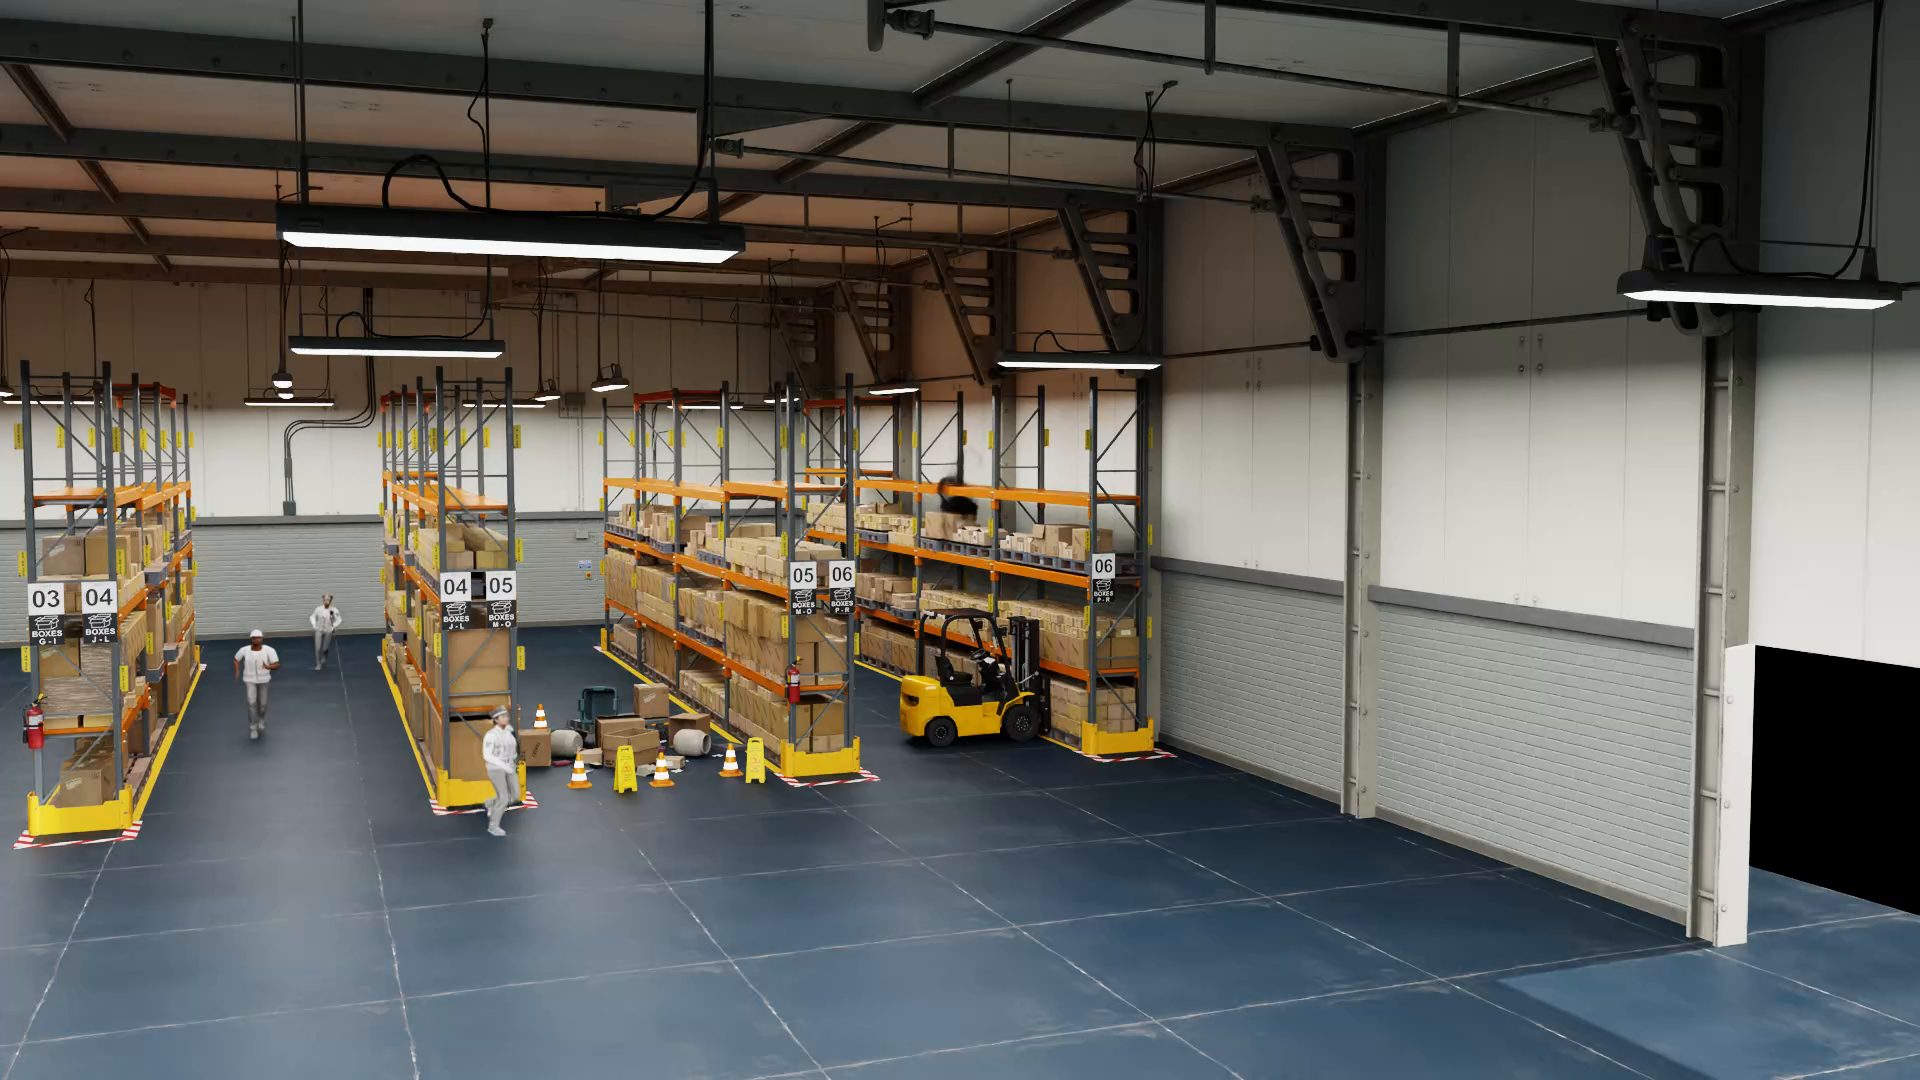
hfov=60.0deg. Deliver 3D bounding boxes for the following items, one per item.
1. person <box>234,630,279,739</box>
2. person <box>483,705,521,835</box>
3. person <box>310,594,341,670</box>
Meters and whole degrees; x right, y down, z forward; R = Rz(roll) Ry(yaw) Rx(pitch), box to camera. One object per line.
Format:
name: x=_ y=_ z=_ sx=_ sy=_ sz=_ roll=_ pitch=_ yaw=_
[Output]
person: x=-11.873 y=2.403 z=28.090 sx=0.692 sy=1.784 sz=0.918 roll=-2 pitch=4 yaw=-26
person: x=-5.827 y=2.915 z=21.146 sx=0.613 sy=1.665 sz=0.644 roll=2 pitch=4 yaw=28
person: x=-13.916 y=2.003 z=36.473 sx=0.647 sy=1.652 sz=0.583 roll=-1 pitch=3 yaw=-11
